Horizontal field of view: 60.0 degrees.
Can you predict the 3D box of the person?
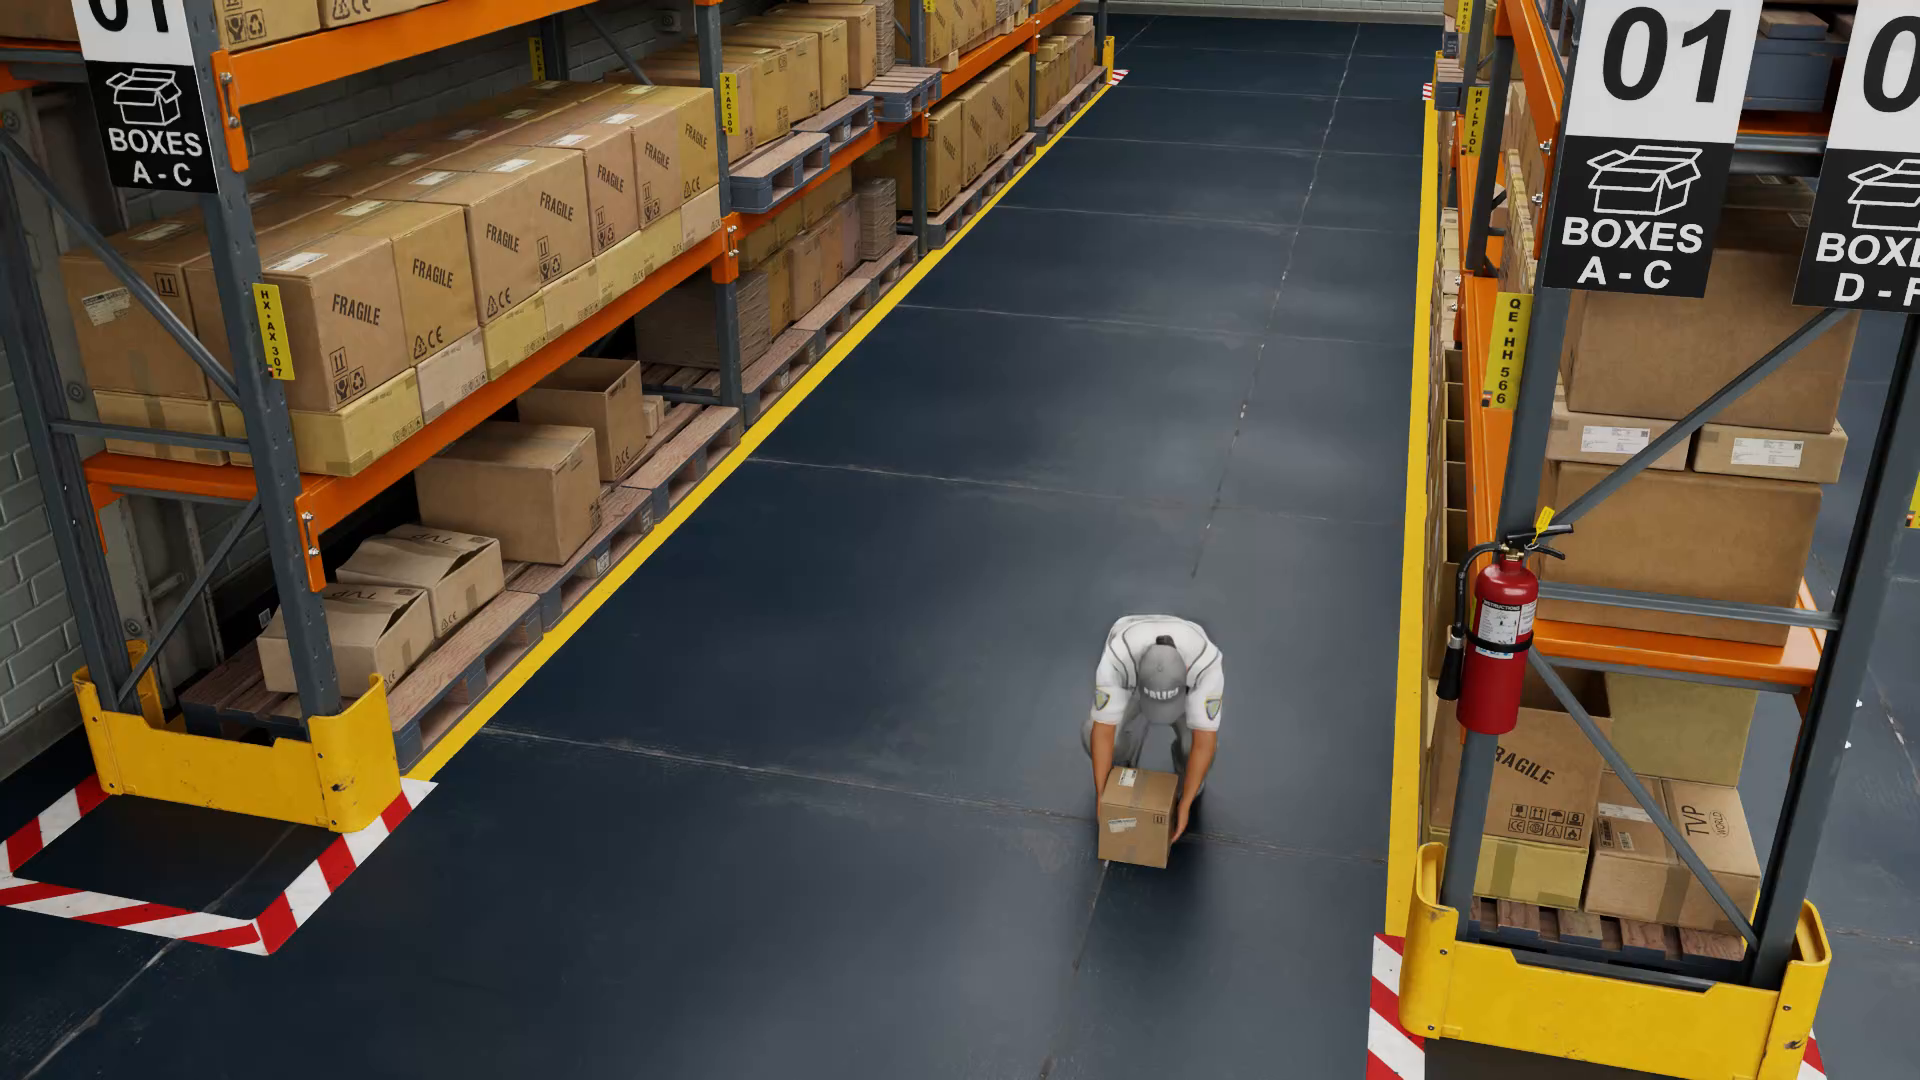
[{"bbox_3d":[0.735,0.614,6.293,0.525,0.838,0.866,6,26,12],"label":"person"}]
